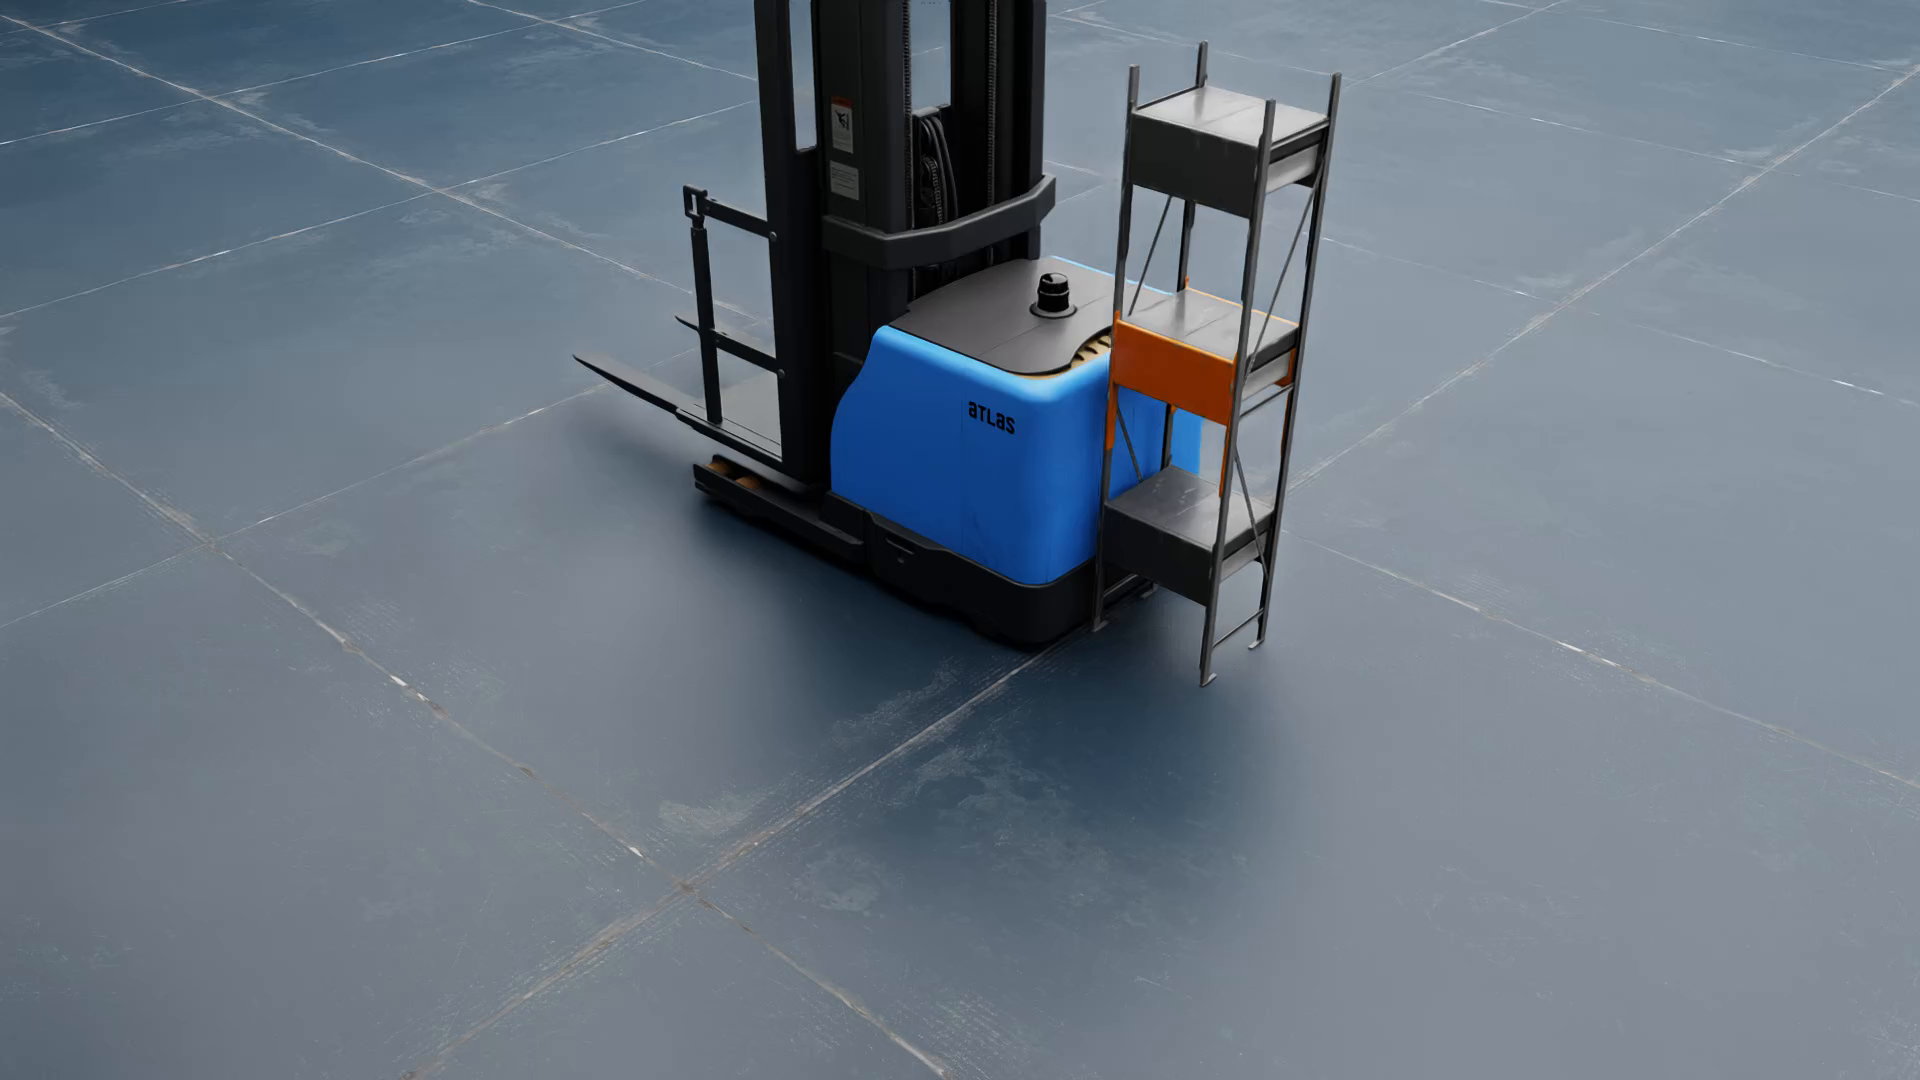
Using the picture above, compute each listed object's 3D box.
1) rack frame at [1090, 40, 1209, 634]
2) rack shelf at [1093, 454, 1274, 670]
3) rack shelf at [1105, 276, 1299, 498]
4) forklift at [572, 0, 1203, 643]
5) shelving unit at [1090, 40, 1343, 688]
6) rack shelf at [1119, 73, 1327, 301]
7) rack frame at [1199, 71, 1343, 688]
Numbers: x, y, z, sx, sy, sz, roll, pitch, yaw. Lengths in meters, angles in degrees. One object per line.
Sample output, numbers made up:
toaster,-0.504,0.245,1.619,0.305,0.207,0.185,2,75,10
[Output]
rack frame,0.638,-0.624,5.731,0.015,2.100,0.400,26,40,34
rack shelf,0.809,0.071,5.970,0.480,0.518,0.431,26,40,34
rack shelf,0.820,-0.524,5.601,0.480,0.518,0.431,26,40,34
forklift,-0.481,-1.530,6.449,3.031,2.935,1.130,26,39,36
shelving unit,0.820,-0.536,5.594,0.503,2.100,0.431,26,40,34
rack shelf,0.831,-1.119,5.232,0.480,0.518,0.431,26,40,34
rack frame,1.002,-0.447,5.457,0.015,2.100,0.400,26,40,34
